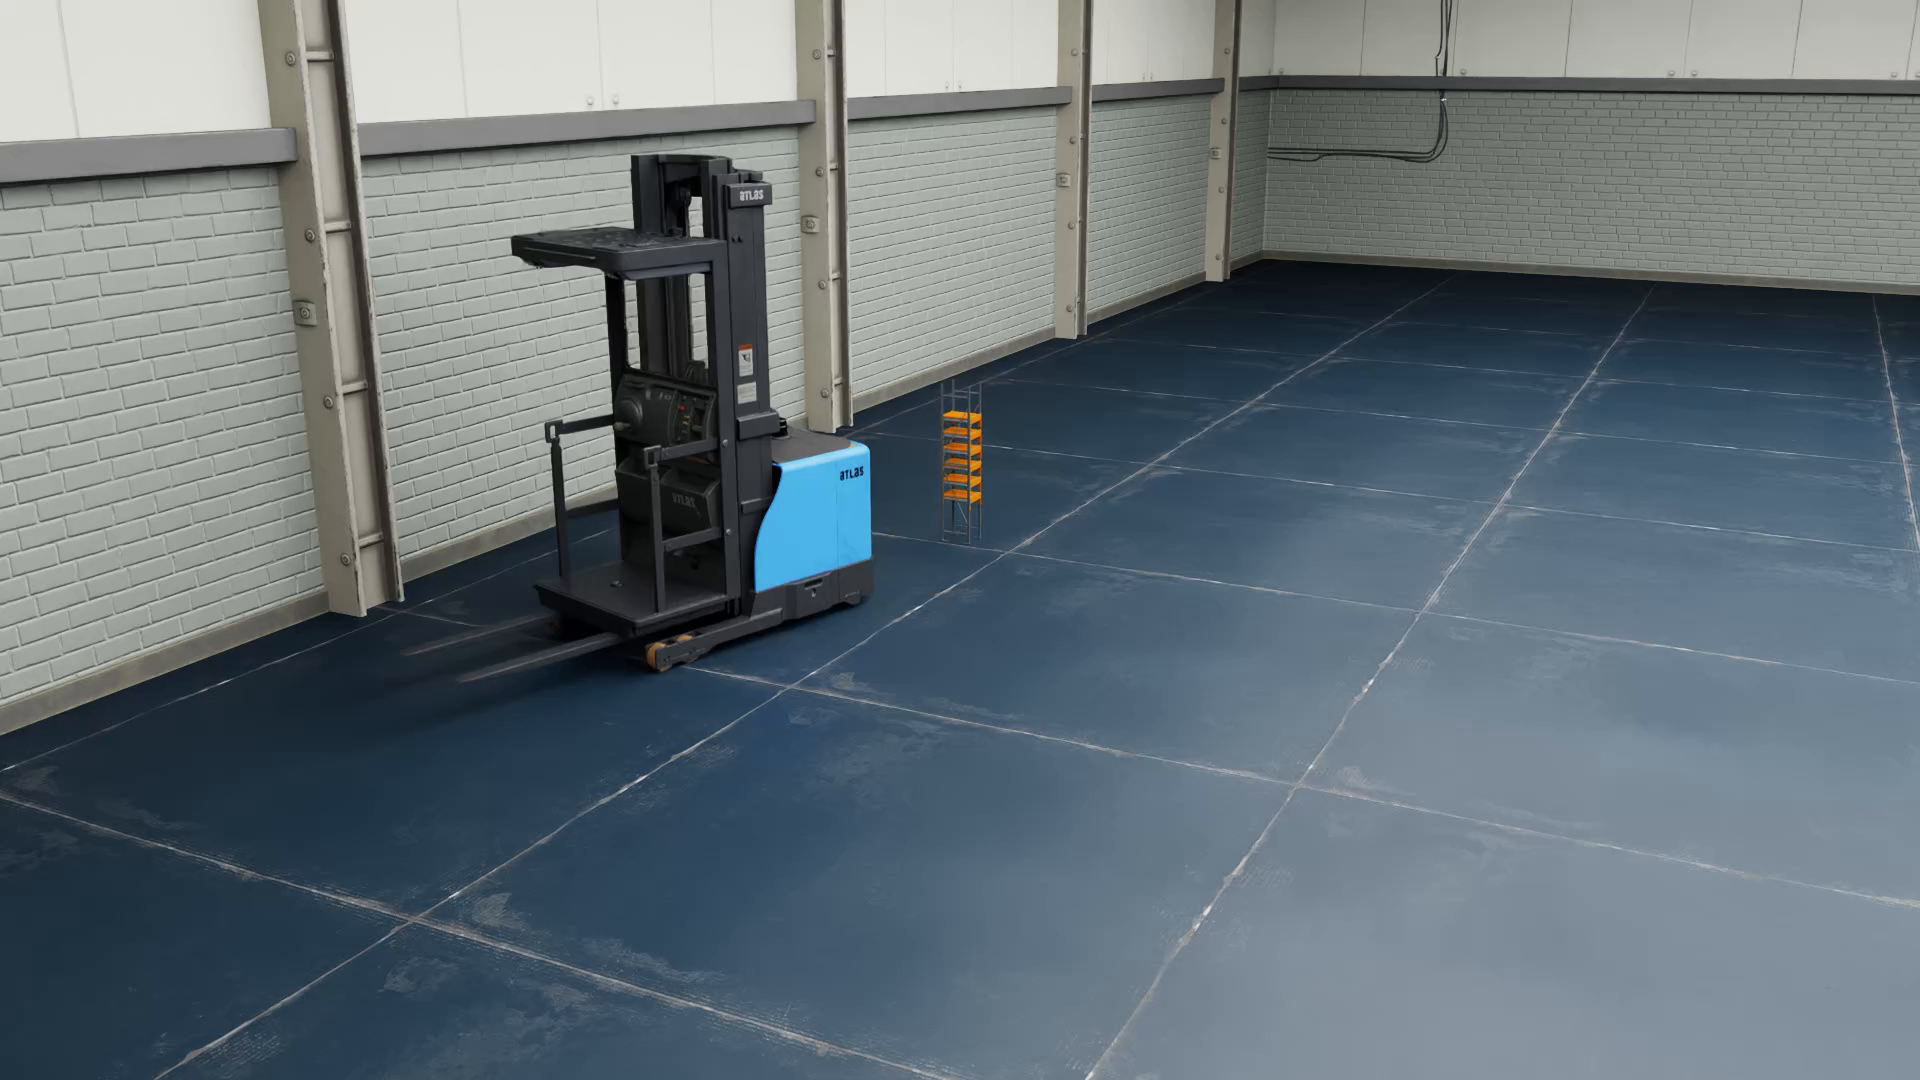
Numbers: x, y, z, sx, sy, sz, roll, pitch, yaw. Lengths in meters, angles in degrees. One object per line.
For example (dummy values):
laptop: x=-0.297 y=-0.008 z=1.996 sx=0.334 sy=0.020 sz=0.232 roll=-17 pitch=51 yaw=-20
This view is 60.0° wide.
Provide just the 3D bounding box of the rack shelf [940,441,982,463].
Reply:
rack shelf: x=0.006 y=-0.651 z=12.344 sx=0.258 sy=0.103 sz=0.180 roll=8 pitch=18 yaw=25

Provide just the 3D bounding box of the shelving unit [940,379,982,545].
shelving unit: x=0.006 y=-0.579 z=12.366 sx=0.258 sy=1.200 sz=0.189 roll=8 pitch=18 yaw=25

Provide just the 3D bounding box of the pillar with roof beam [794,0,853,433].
pillar with roof beam: x=2.580 y=-4.861 z=13.087 sx=9.100 sy=9.000 sz=0.400 roll=8 pitch=18 yaw=25

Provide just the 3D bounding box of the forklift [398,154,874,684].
forklift: x=-1.950 y=-0.789 z=10.032 sx=1.130 sy=2.935 sz=3.031 roll=15 pitch=22 yaw=41

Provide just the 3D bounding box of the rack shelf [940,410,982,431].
rack shelf: x=0.006 y=-0.881 z=12.276 sx=0.258 sy=0.103 sz=0.180 roll=8 pitch=18 yaw=25

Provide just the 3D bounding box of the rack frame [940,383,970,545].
rack frame: x=-0.034 y=-0.556 z=12.287 sx=0.240 sy=1.200 sz=0.006 roll=8 pitch=18 yaw=25

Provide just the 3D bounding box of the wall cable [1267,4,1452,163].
wall cable: x=6.590 y=-7.559 z=27.624 sx=3.097 sy=2.526 sz=0.112 roll=8 pitch=18 yaw=25

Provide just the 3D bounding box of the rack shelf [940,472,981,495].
rack shelf: x=0.006 y=-0.421 z=12.413 sx=0.258 sy=0.103 sz=0.180 roll=8 pitch=18 yaw=25

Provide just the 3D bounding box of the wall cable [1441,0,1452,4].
wall cable: x=9.010 y=-9.636 z=25.747 sx=3.097 sy=2.526 sz=0.112 roll=8 pitch=18 yaw=25

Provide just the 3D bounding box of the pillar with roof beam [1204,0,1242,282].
pillar with roof beam: x=7.942 y=-7.918 z=23.378 sx=9.100 sy=9.000 sz=0.400 roll=8 pitch=18 yaw=25

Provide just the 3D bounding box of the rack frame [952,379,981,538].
rack frame: x=0.047 y=-0.602 z=12.444 sx=0.240 sy=1.200 sz=0.006 roll=8 pitch=18 yaw=25

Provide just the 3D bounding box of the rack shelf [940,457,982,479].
rack shelf: x=0.006 y=-0.536 z=12.379 sx=0.258 sy=0.103 sz=0.180 roll=8 pitch=18 yaw=25

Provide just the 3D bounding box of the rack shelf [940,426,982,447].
rack shelf: x=0.006 y=-0.766 z=12.310 sx=0.258 sy=0.103 sz=0.180 roll=8 pitch=18 yaw=25

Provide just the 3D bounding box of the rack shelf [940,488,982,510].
rack shelf: x=0.006 y=-0.306 z=12.447 sx=0.258 sy=0.103 sz=0.180 roll=8 pitch=18 yaw=25

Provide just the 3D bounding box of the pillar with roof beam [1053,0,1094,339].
pillar with roof beam: x=5.261 y=-6.390 z=18.233 sx=9.100 sy=9.000 sz=0.400 roll=8 pitch=18 yaw=25

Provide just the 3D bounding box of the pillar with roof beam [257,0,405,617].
pillar with roof beam: x=-0.101 y=-3.333 z=7.942 sx=9.100 sy=9.000 sz=0.400 roll=8 pitch=18 yaw=25
